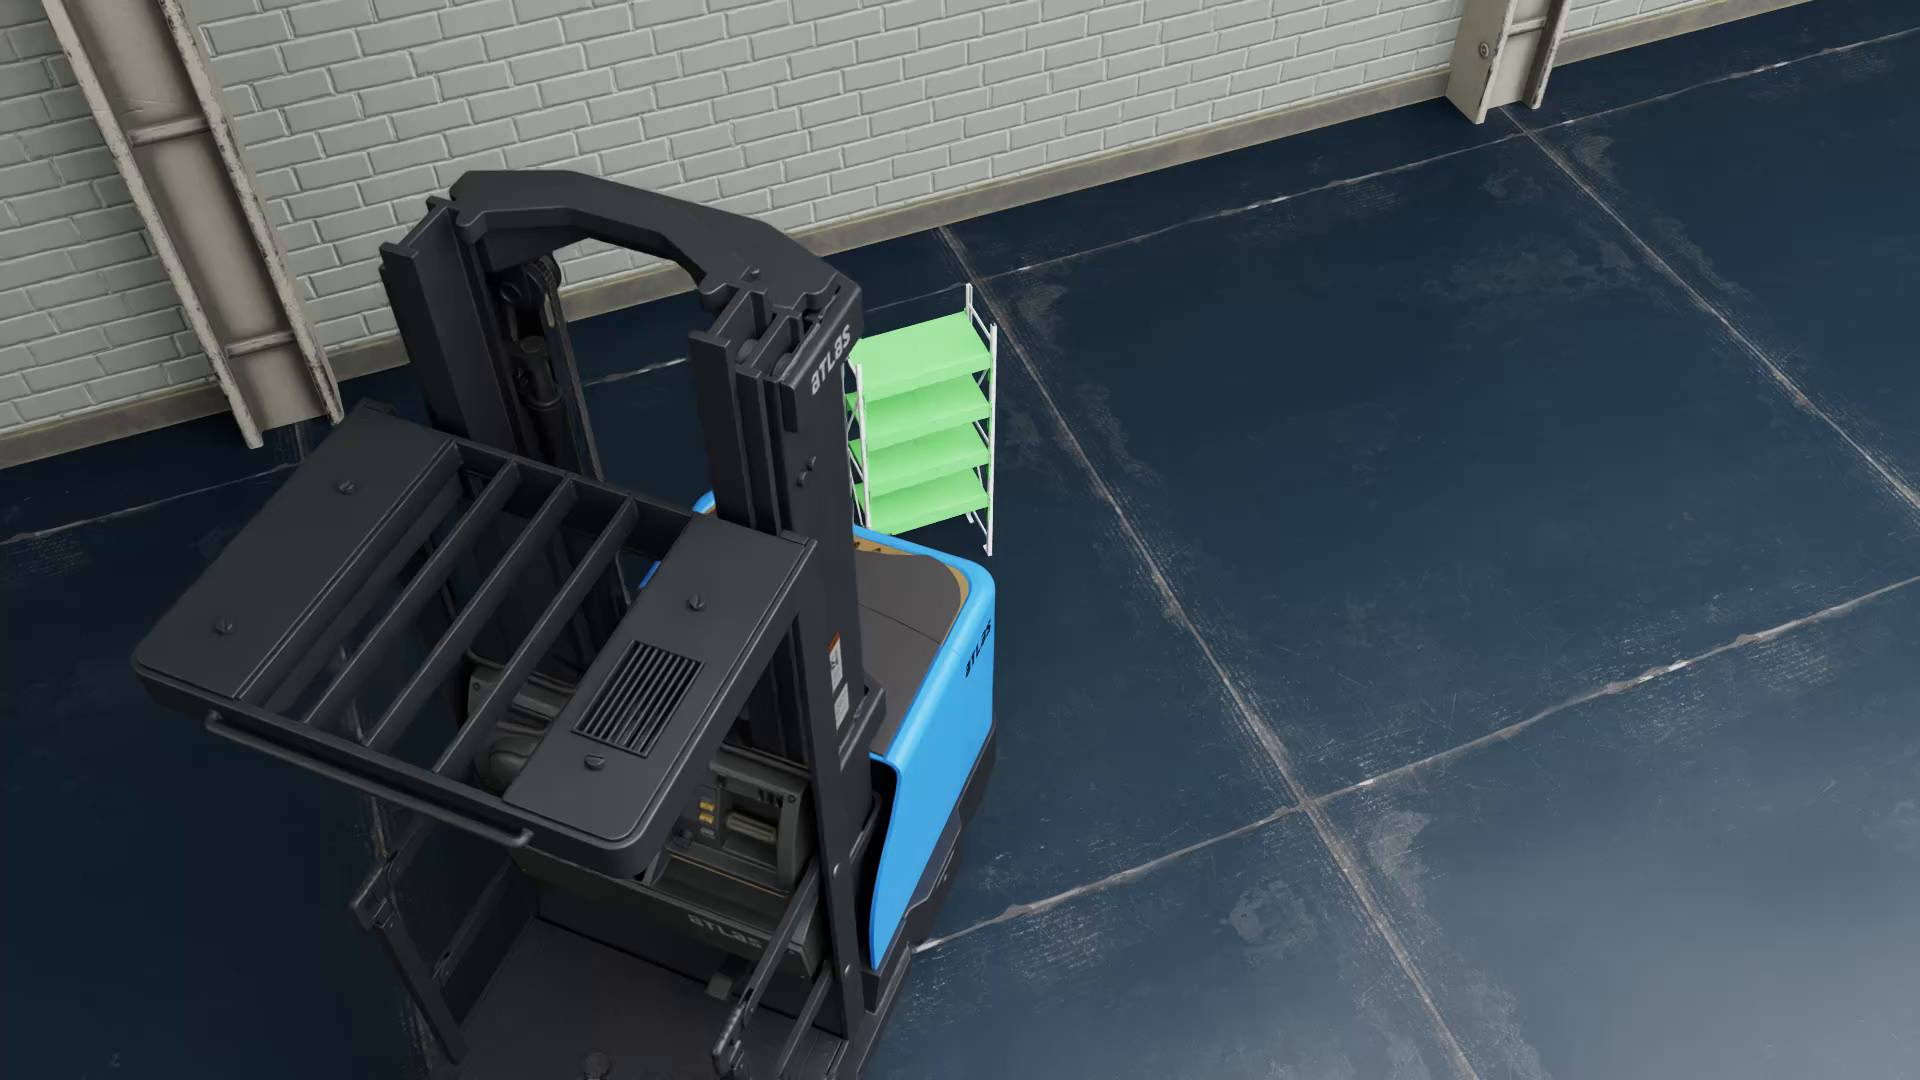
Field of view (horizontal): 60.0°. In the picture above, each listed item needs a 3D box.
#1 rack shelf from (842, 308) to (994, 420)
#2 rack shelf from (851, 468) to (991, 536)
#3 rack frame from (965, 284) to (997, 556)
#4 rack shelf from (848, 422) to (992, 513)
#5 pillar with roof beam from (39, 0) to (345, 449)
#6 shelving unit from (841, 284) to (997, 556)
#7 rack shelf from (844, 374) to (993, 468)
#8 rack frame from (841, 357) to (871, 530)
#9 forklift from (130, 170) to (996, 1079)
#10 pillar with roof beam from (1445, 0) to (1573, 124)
[{"bbox_3d":[-0.153,-0.614,5.779,0.480,0.148,0.258,-17,52,-14],"label":"rack shelf"},{"bbox_3d":[-0.153,-0.145,6.325,0.480,0.148,0.258,-17,52,-14],"label":"rack shelf"},{"bbox_3d":[0.073,-0.413,6.155,0.015,1.200,0.240,-17,52,-14],"label":"rack frame"},{"bbox_3d":[-0.153,-0.302,6.143,0.480,0.148,0.258,-17,52,-14],"label":"rack shelf"},{"bbox_3d":[-1.202,-0.449,1.045,0.400,9.000,9.100,-17,52,-14],"label":"pillar with roof beam"},{"bbox_3d":[-0.153,-0.343,6.095,0.503,1.200,0.258,-17,52,-14],"label":"shelving unit"},{"bbox_3d":[-0.153,-0.458,5.961,0.480,0.148,0.258,-17,52,-14],"label":"rack shelf"},{"bbox_3d":[-0.379,-0.273,6.035,0.015,1.200,0.240,-17,52,-14],"label":"rack frame"},{"bbox_3d":[-0.899,0.731,4.031,1.130,2.935,3.031,17,51,14],"label":"forklift"},{"bbox_3d":[4.352,-2.170,2.523,0.400,9.000,9.100,-17,52,-14],"label":"pillar with roof beam"}]
